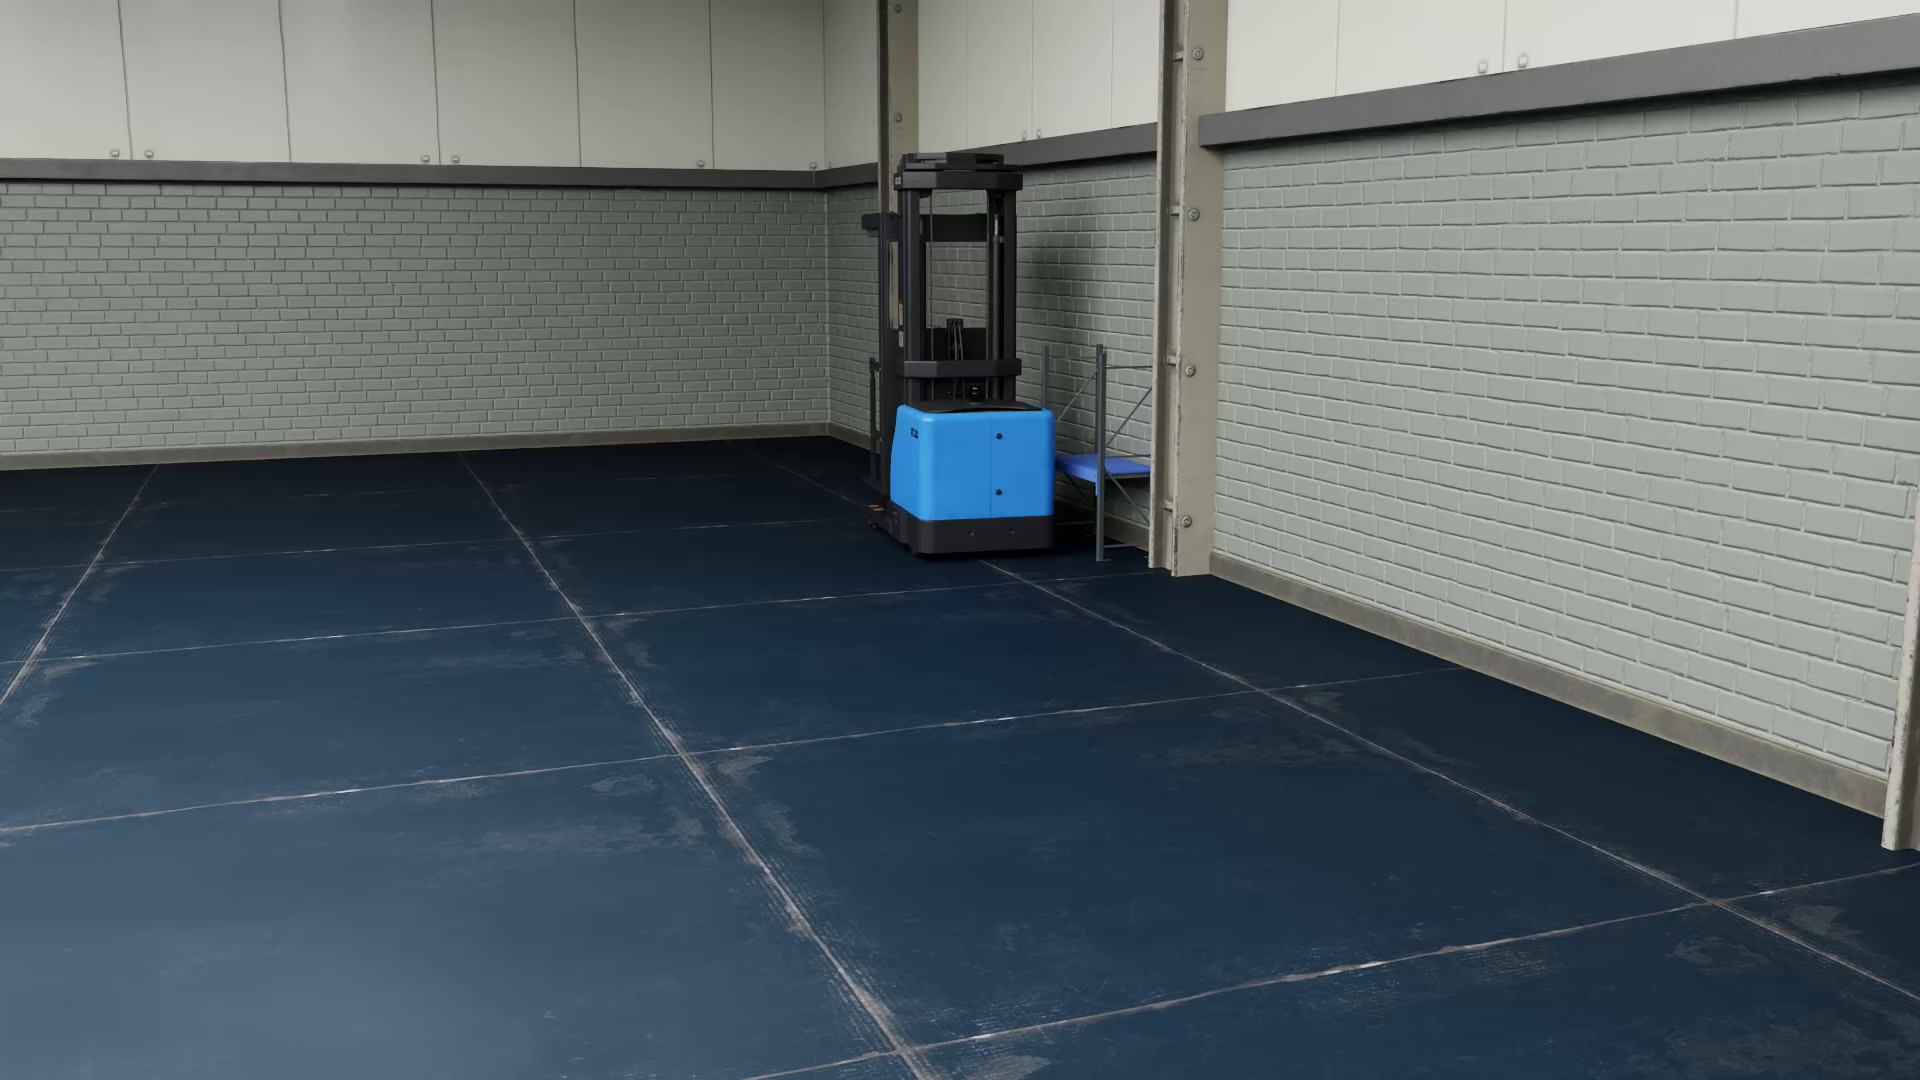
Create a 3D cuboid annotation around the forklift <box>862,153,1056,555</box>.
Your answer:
[{"bbox_3d":[-0.159,-1.550,13.262,1.130,2.935,3.031,-3,10,-14],"label":"forklift"}]

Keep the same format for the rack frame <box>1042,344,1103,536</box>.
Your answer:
[{"bbox_3d":[0.869,-0.767,12.948,0.500,1.500,0.032,-4,11,-20],"label":"rack frame"}]

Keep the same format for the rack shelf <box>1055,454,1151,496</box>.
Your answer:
[{"bbox_3d":[1.048,-0.506,12.511,0.538,0.185,1.000,-4,11,-20],"label":"rack shelf"}]

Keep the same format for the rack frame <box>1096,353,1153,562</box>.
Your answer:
[{"bbox_3d":[1.227,-0.600,12.012,0.500,1.500,0.032,-4,11,-20],"label":"rack frame"}]

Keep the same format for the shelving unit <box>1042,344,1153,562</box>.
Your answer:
[{"bbox_3d":[1.048,-0.683,12.480,0.538,1.500,1.048,-4,11,-20],"label":"shelving unit"}]

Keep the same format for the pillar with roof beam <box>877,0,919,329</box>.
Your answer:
[{"bbox_3d":[-4.630,-4.925,14.915,9.100,9.000,0.400,-4,11,-21],"label":"pillar with roof beam"}]

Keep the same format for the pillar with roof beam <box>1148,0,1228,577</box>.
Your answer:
[{"bbox_3d":[-2.456,-3.946,9.409,9.100,9.000,0.400,-4,11,-21],"label":"pillar with roof beam"}]
